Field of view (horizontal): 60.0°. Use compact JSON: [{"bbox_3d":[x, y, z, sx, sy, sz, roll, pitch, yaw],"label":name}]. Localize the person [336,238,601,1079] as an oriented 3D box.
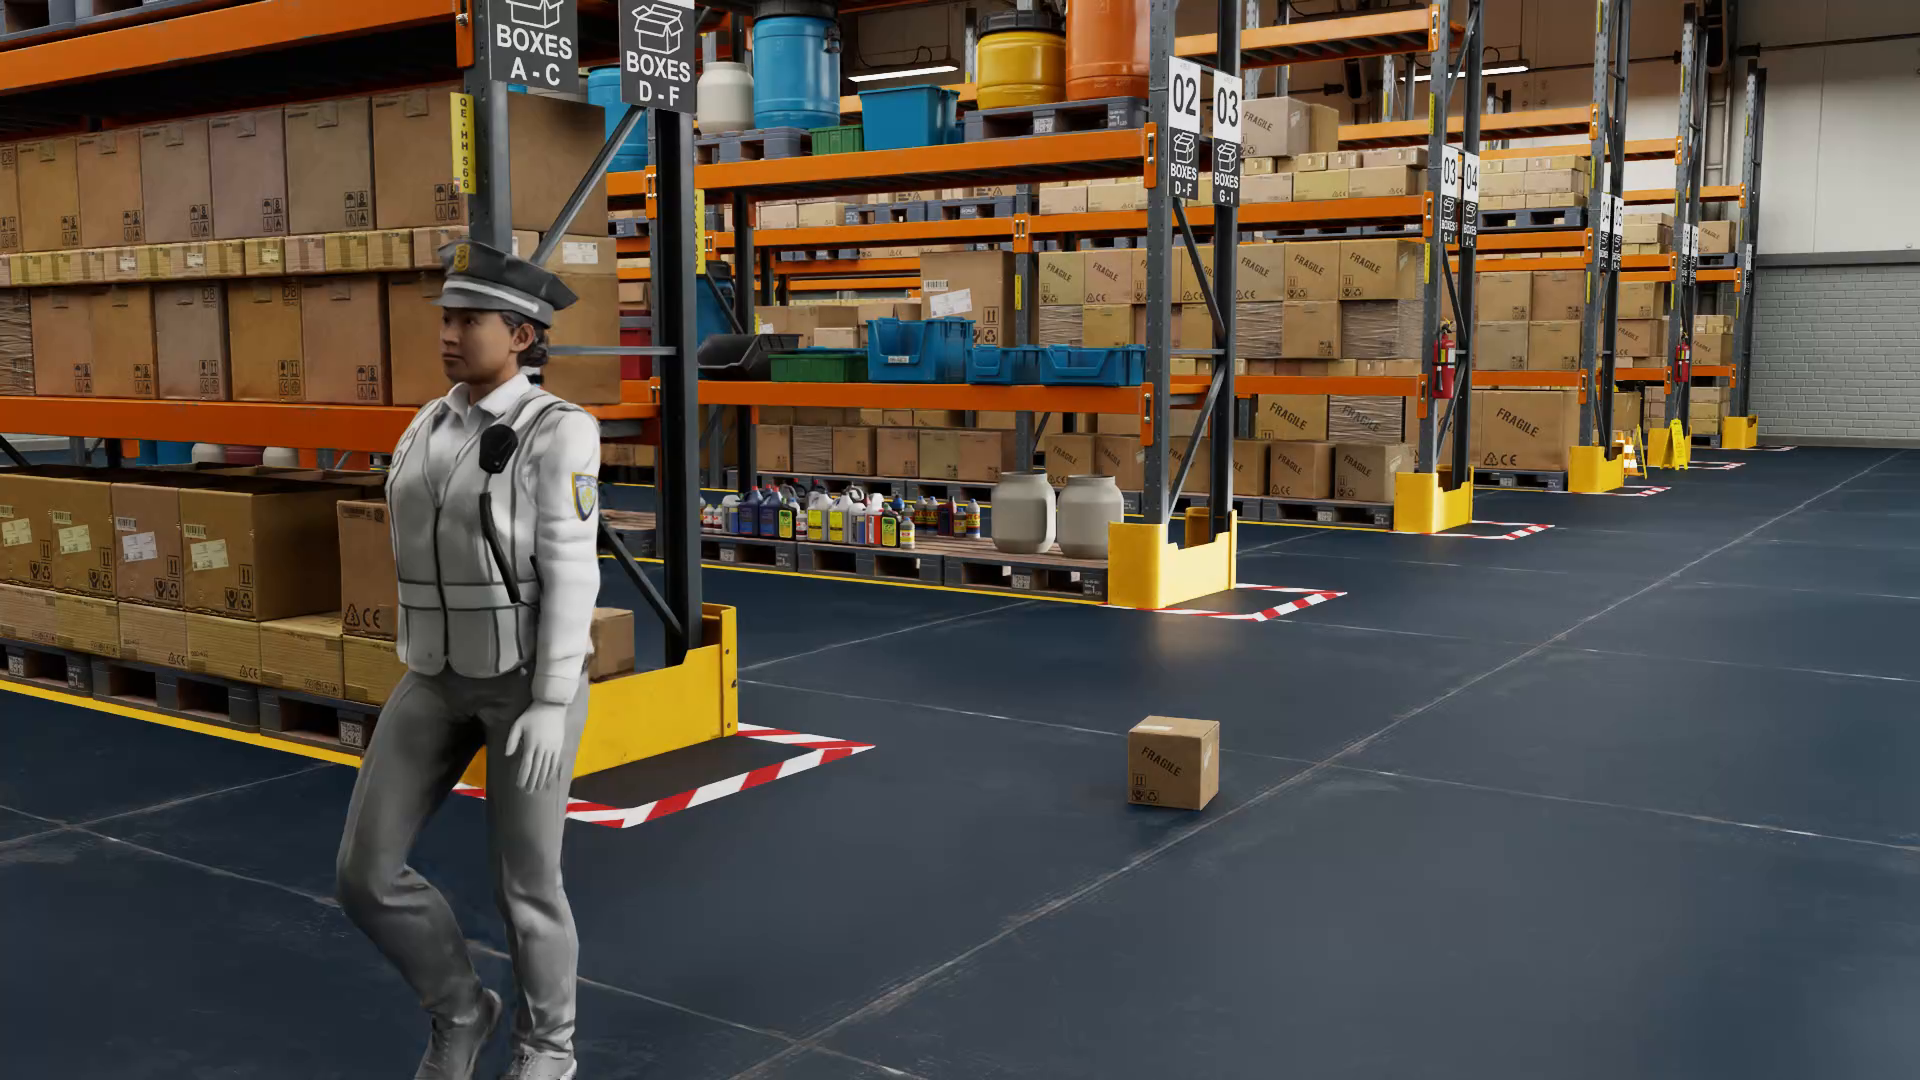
[{"bbox_3d":[-0.909,0.298,3.131,0.495,1.710,0.441,3,7,23],"label":"person"}]
